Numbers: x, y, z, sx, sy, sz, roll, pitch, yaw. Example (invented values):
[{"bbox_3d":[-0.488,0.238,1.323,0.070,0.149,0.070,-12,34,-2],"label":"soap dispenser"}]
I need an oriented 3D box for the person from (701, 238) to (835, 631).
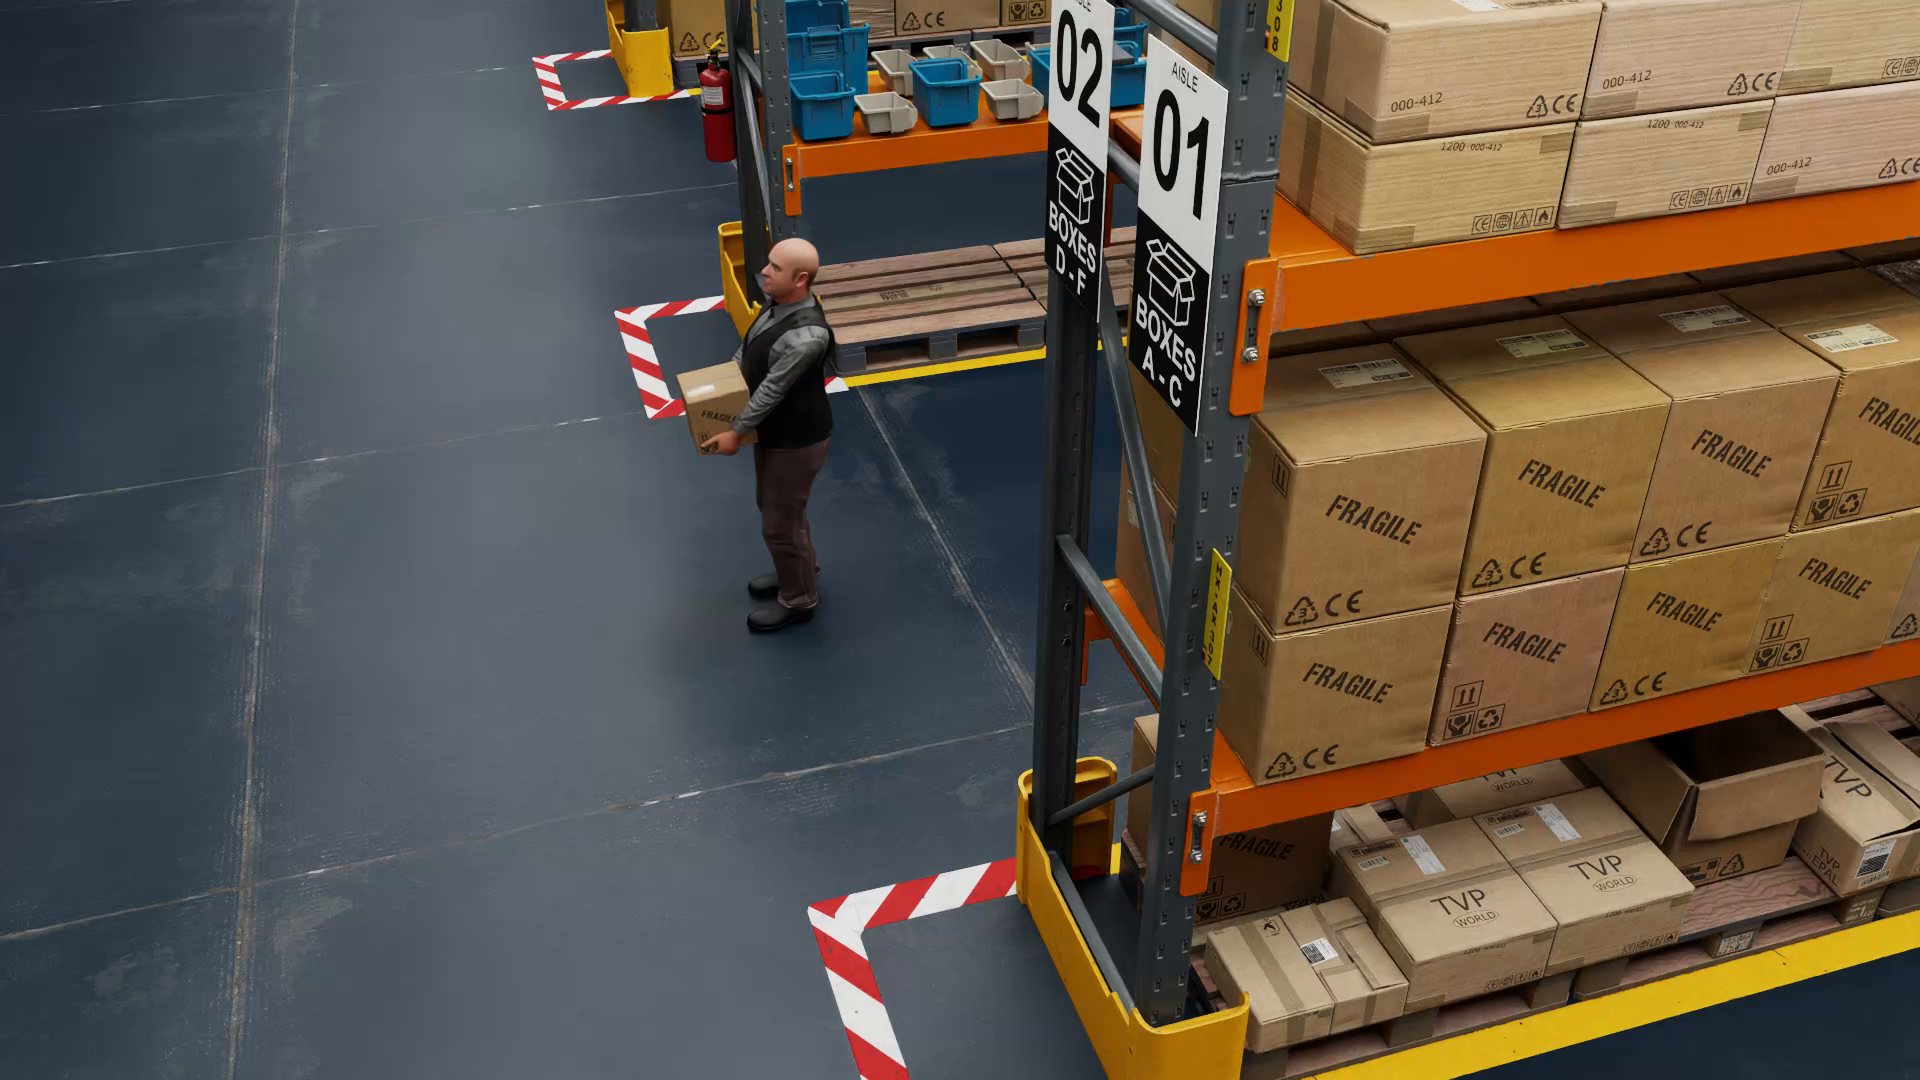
[{"bbox_3d":[-0.791,-0.411,6.789,0.560,1.711,0.494,-10,35,-14],"label":"person"}]
